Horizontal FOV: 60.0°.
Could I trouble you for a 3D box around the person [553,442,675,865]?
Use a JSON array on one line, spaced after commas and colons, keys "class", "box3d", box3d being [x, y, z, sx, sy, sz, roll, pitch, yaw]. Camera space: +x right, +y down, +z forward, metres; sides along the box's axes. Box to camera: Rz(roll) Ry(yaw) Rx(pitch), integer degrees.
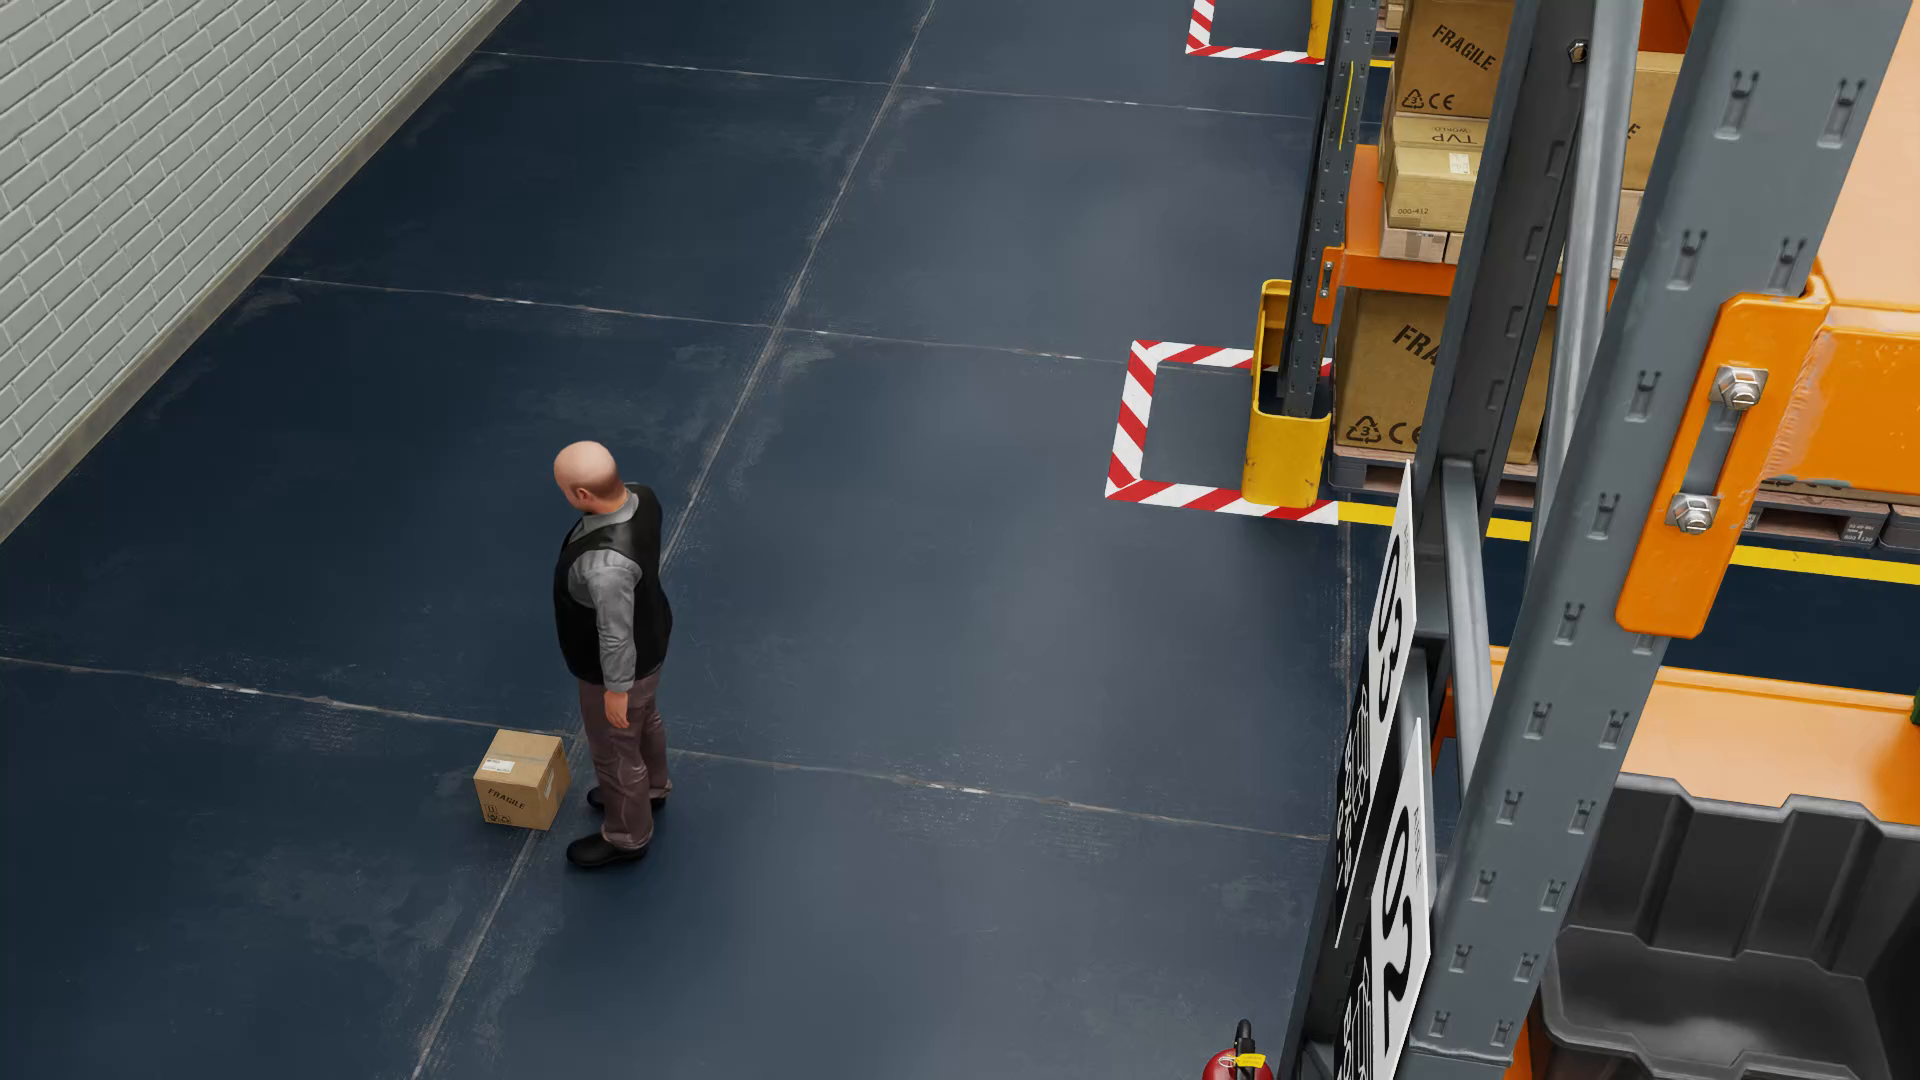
[{"class": "person", "box3d": [-1.205, 0.377, 5.705, 0.445, 1.725, 0.544, 2, 40, 3]}]
